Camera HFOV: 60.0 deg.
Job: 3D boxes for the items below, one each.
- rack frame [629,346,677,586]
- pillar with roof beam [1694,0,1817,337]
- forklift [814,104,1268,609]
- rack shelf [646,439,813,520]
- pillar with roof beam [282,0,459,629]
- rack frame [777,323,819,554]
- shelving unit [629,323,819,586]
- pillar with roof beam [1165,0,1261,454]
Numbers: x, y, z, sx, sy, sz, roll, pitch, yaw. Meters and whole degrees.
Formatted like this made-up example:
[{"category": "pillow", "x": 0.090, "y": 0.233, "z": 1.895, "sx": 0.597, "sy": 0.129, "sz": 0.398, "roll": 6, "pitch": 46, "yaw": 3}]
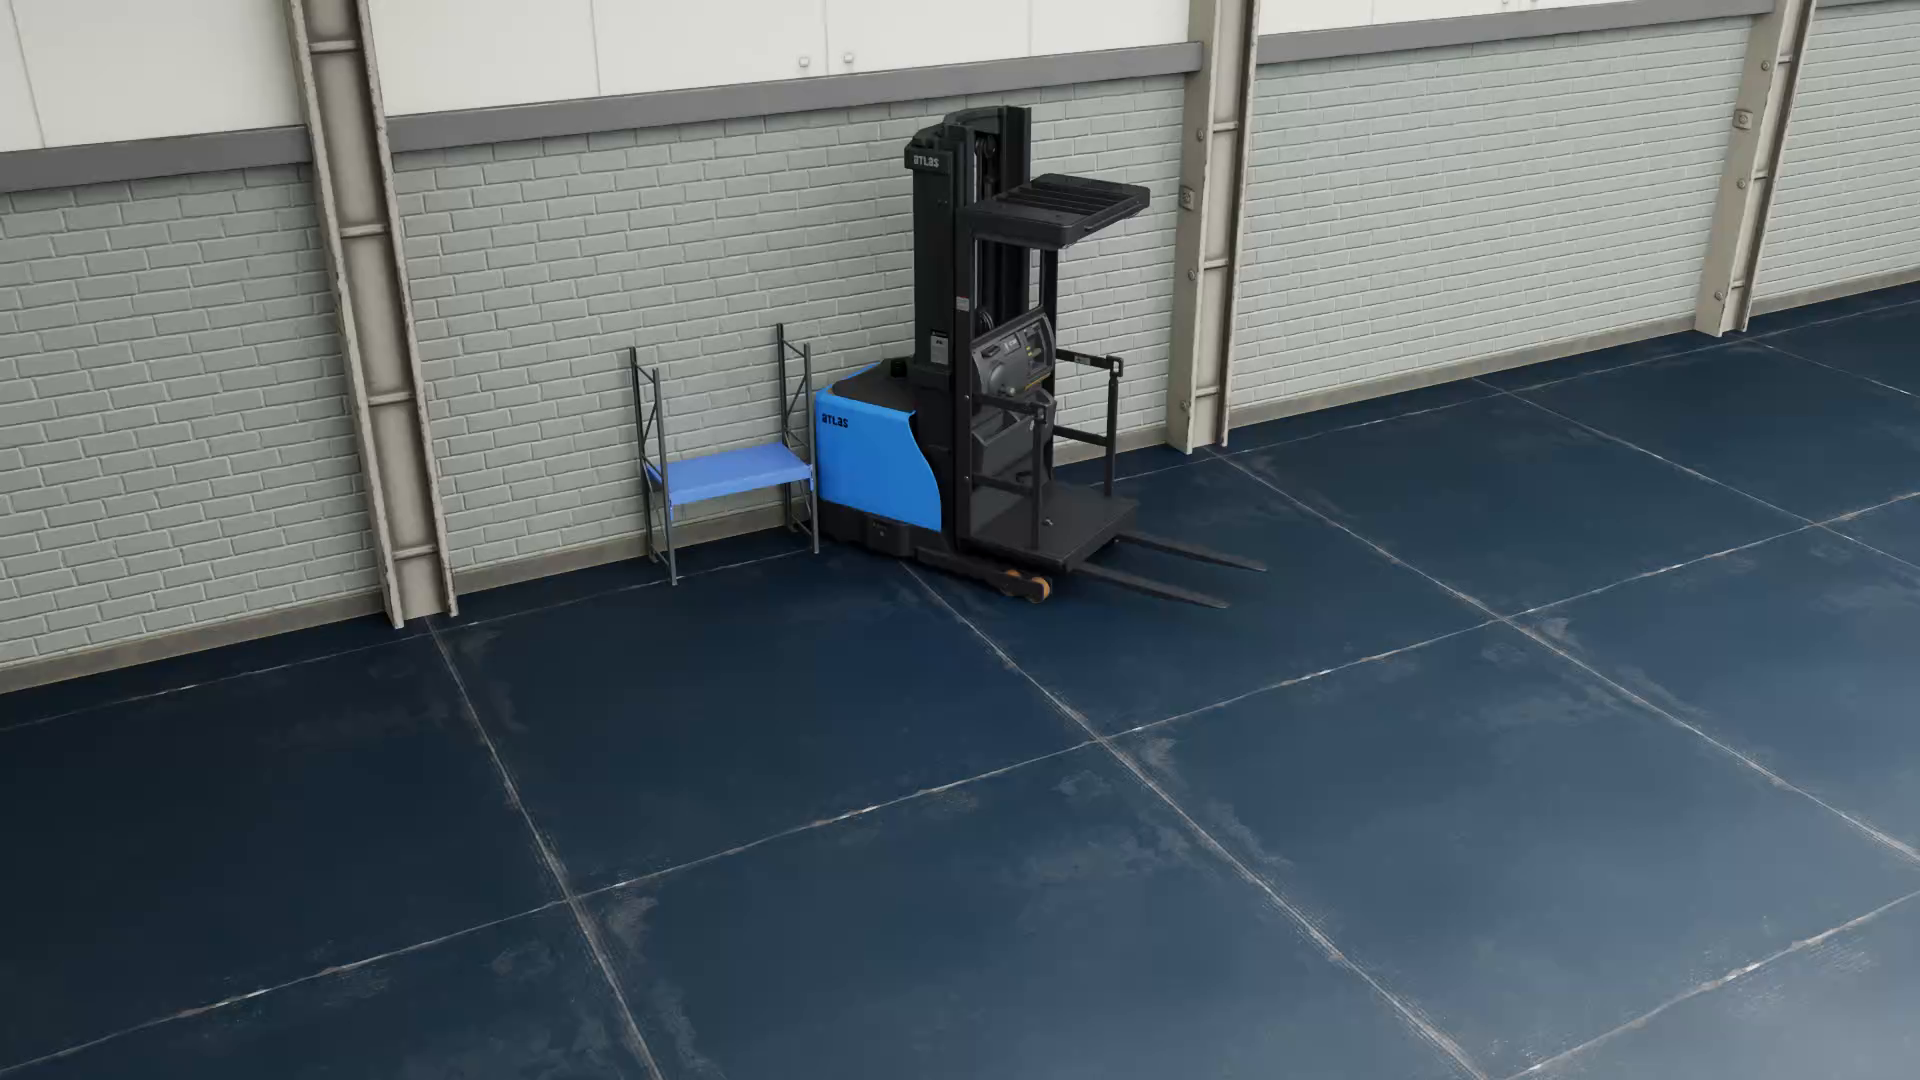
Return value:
[{"category": "rack frame", "x": -1.992, "y": -0.472, "z": 10.802, "sx": 0.032, "sy": 1.500, "sz": 0.500, "roll": -13, "pitch": 29, "yaw": -25}, {"category": "pillar with roof beam", "x": 9.184, "y": -4.400, "z": 10.319, "sx": 0.400, "sy": 9.000, "sz": 9.100, "roll": -13, "pitch": 29, "yaw": -25}, {"category": "forklift", "x": 0.525, "y": -1.176, "z": 10.616, "sx": 3.031, "sy": 2.935, "sz": 1.130, "roll": 15, "pitch": 30, "yaw": 29}, {"category": "rack shelf", "x": -1.544, "y": -0.413, "z": 11.096, "sx": 1.000, "sy": 0.185, "sz": 0.538, "roll": -13, "pitch": 29, "yaw": -25}, {"category": "pillar with roof beam", "x": -1.405, "y": -1.956, "z": 5.229, "sx": 0.400, "sy": 9.000, "sz": 9.100, "roll": -13, "pitch": 29, "yaw": -25}, {"category": "rack frame", "x": -1.095, "y": -0.679, "z": 11.234, "sx": 0.032, "sy": 1.500, "sz": 0.500, "roll": -13, "pitch": 29, "yaw": -25}, {"category": "shelving unit", "x": -1.544, "y": -0.576, "z": 11.018, "sx": 1.048, "sy": 1.500, "sz": 0.538, "roll": -13, "pitch": 29, "yaw": -25}, {"category": "pillar with roof beam", "x": 3.889, "y": -3.178, "z": 7.774, "sx": 0.400, "sy": 9.000, "sz": 9.100, "roll": -13, "pitch": 29, "yaw": -25}]
